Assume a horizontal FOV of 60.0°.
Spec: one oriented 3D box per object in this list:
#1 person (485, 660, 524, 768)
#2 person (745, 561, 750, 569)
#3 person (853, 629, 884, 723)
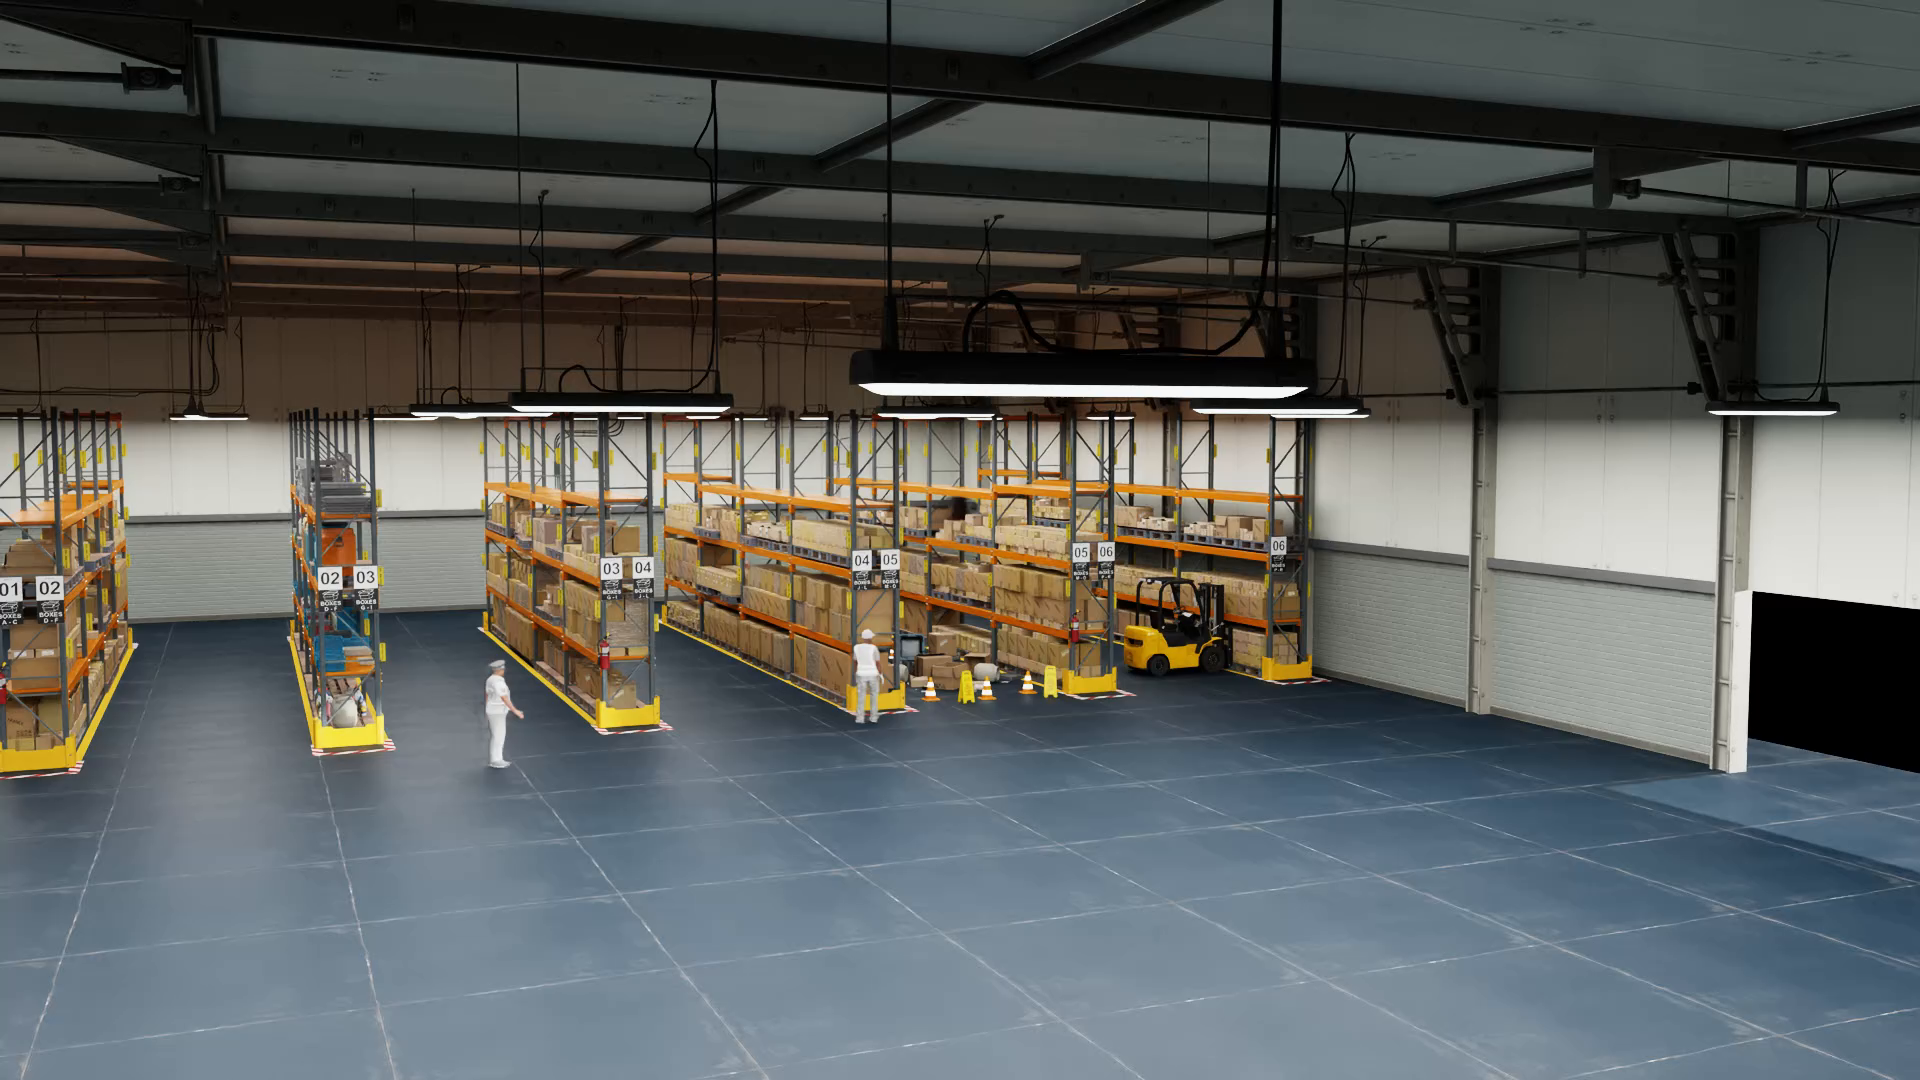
[{"bbox_3d":[-7.607,2.906,27.761,0.607,1.806,0.627,-1,4,-17],"label":"person"},{"bbox_3d":[-6.201,1.484,48.176,0.591,1.740,0.419,3,5,41],"label":"person"},{"bbox_3d":[-1.743,2.594,31.754,0.601,1.797,0.430,0,4,4],"label":"person"}]
